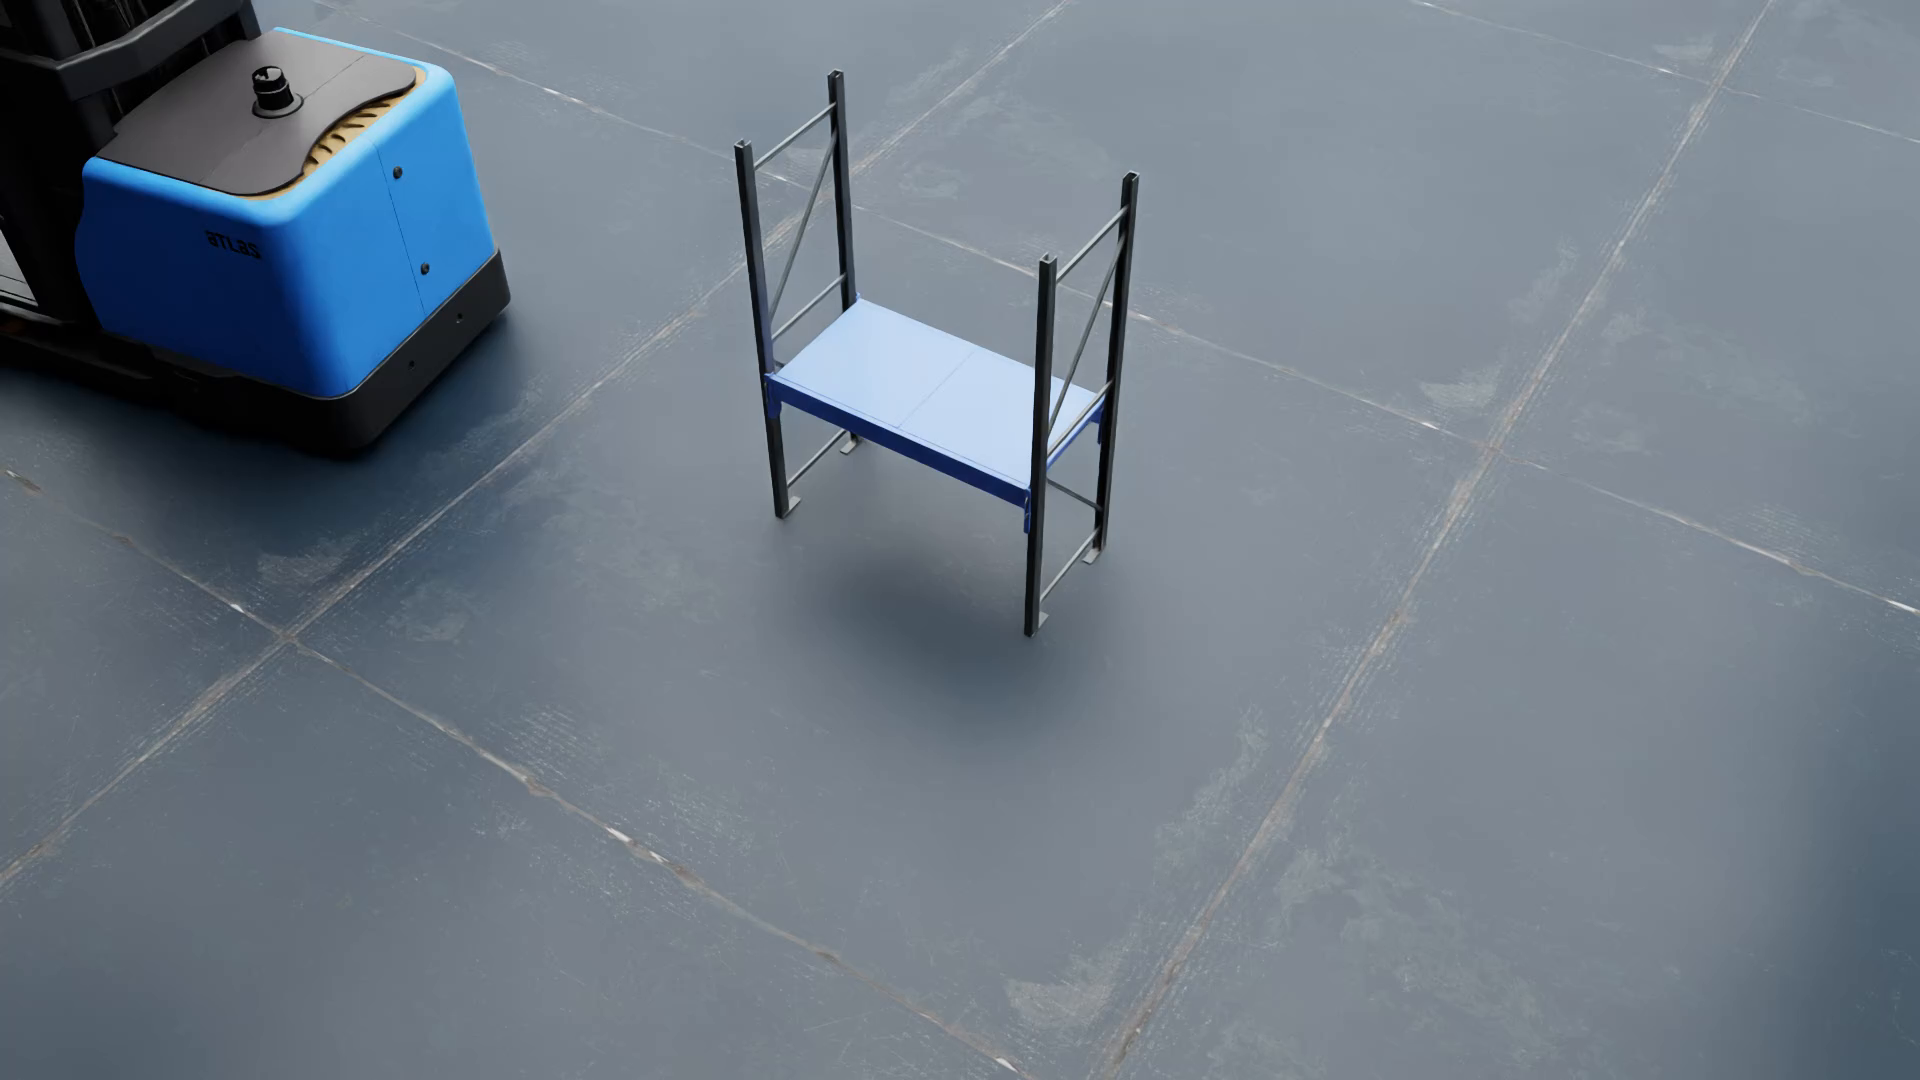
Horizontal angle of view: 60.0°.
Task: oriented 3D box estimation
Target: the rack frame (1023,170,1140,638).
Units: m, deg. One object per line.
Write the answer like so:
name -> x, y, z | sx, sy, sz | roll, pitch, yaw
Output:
rack frame -> 0.356, -0.359, 5.053 | 0.032, 1.500, 0.500 | 25, 51, 22

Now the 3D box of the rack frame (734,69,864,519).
rack frame -> -0.500, -0.753, 5.435 | 0.032, 1.500, 0.500 | 25, 51, 22

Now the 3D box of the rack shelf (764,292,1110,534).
rack shelf -> -0.072, -0.430, 5.373 | 1.000, 0.185, 0.538 | 25, 51, 22

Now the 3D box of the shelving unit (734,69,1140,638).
shelving unit -> -0.072, -0.556, 5.244 | 1.048, 1.500, 0.538 | 25, 51, 22

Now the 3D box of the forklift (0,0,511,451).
forklift -> -3.343, -2.037, 5.686 | 3.031, 2.935, 1.130 | 17, 48, 16
